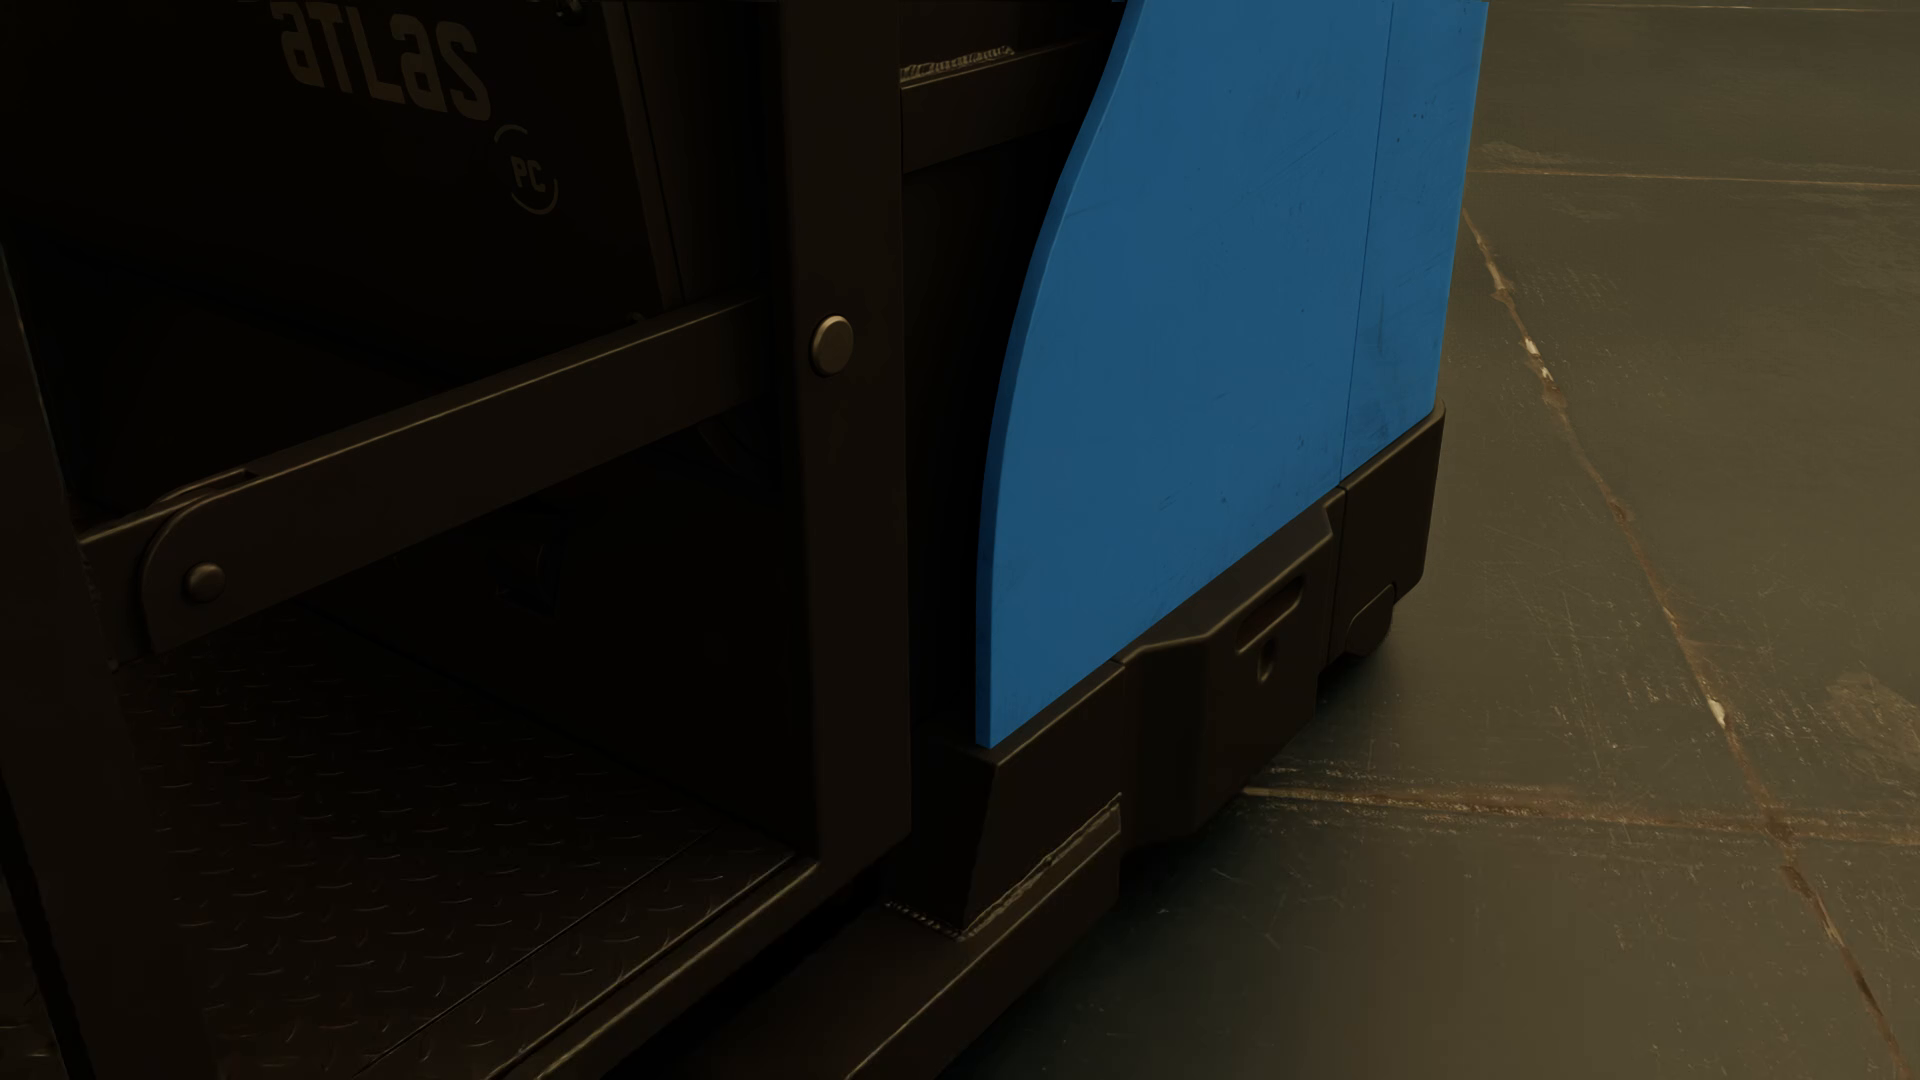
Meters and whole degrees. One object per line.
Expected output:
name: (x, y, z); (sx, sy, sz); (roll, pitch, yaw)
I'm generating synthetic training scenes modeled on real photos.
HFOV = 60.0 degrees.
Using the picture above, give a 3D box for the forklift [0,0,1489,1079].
forklift: (-0.655, -0.826, 0.872); (1.130, 2.935, 3.031); (19, 32, 32)
